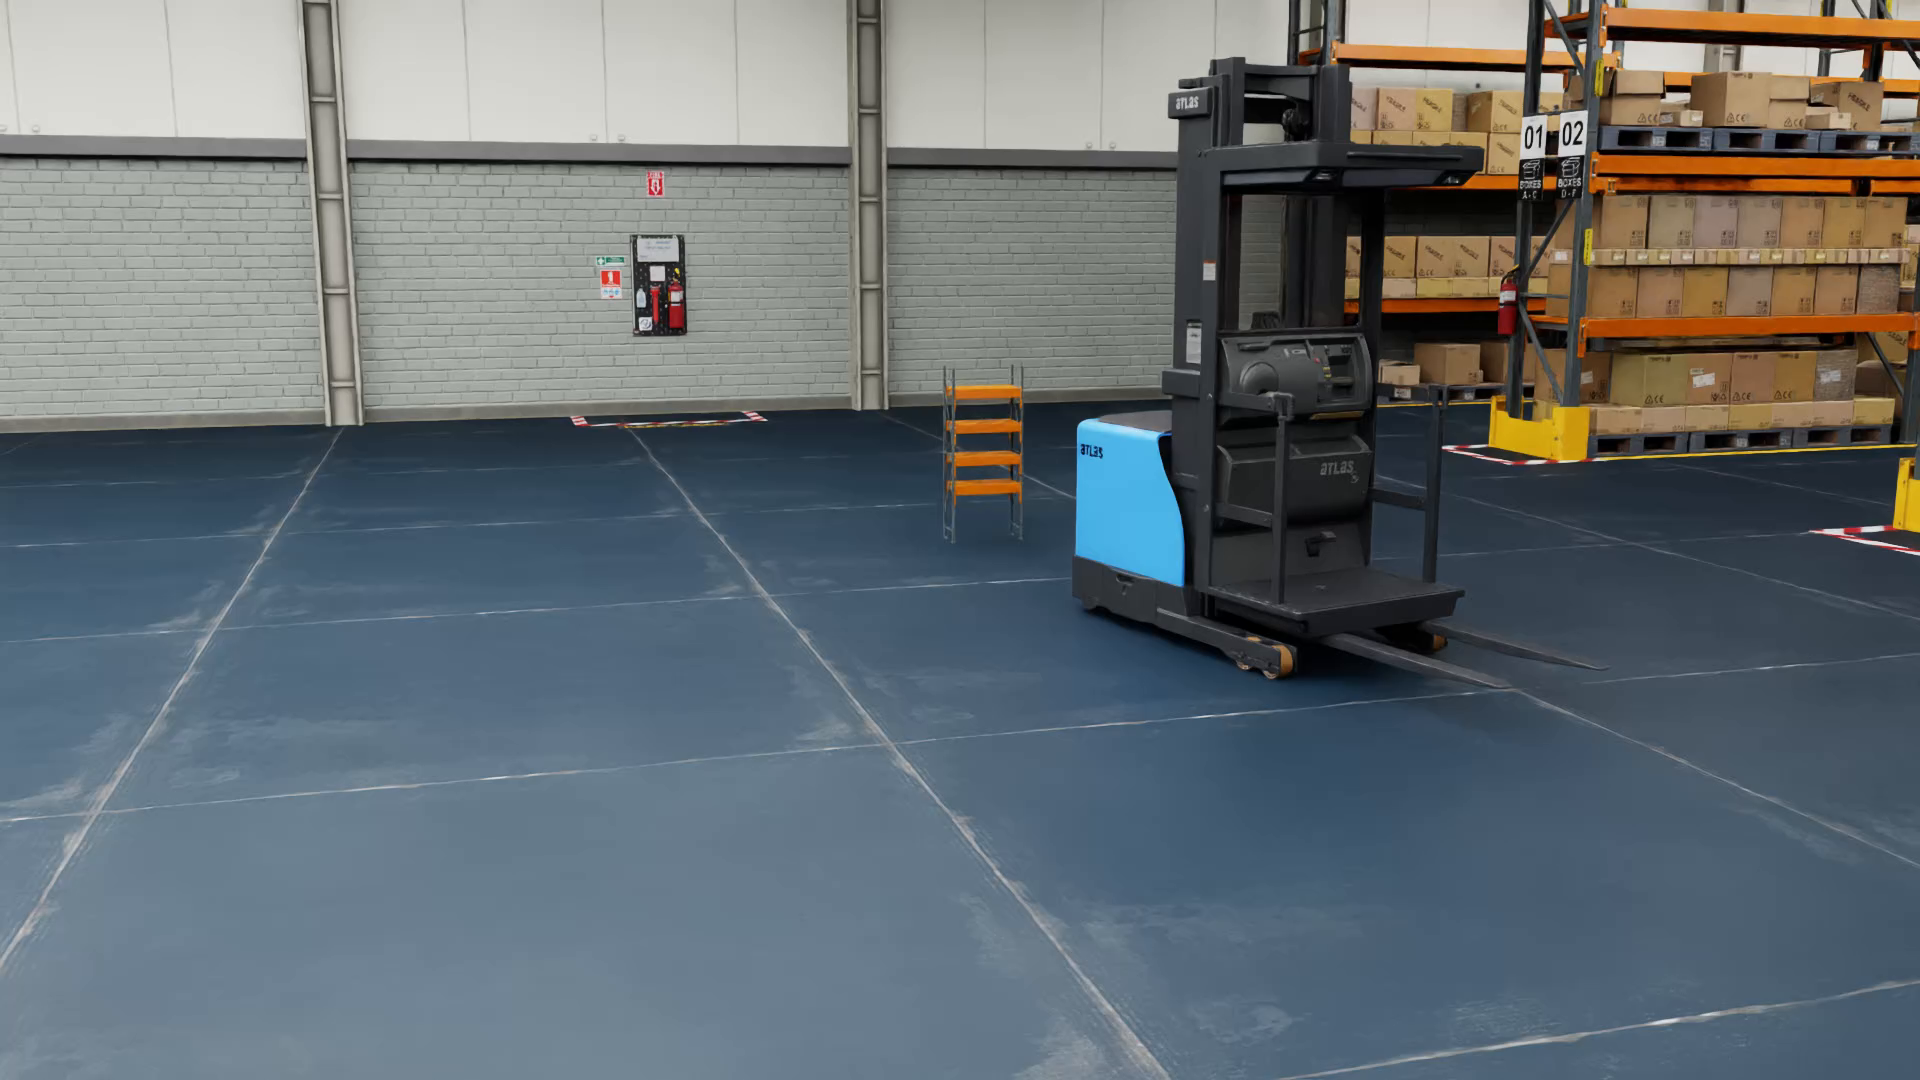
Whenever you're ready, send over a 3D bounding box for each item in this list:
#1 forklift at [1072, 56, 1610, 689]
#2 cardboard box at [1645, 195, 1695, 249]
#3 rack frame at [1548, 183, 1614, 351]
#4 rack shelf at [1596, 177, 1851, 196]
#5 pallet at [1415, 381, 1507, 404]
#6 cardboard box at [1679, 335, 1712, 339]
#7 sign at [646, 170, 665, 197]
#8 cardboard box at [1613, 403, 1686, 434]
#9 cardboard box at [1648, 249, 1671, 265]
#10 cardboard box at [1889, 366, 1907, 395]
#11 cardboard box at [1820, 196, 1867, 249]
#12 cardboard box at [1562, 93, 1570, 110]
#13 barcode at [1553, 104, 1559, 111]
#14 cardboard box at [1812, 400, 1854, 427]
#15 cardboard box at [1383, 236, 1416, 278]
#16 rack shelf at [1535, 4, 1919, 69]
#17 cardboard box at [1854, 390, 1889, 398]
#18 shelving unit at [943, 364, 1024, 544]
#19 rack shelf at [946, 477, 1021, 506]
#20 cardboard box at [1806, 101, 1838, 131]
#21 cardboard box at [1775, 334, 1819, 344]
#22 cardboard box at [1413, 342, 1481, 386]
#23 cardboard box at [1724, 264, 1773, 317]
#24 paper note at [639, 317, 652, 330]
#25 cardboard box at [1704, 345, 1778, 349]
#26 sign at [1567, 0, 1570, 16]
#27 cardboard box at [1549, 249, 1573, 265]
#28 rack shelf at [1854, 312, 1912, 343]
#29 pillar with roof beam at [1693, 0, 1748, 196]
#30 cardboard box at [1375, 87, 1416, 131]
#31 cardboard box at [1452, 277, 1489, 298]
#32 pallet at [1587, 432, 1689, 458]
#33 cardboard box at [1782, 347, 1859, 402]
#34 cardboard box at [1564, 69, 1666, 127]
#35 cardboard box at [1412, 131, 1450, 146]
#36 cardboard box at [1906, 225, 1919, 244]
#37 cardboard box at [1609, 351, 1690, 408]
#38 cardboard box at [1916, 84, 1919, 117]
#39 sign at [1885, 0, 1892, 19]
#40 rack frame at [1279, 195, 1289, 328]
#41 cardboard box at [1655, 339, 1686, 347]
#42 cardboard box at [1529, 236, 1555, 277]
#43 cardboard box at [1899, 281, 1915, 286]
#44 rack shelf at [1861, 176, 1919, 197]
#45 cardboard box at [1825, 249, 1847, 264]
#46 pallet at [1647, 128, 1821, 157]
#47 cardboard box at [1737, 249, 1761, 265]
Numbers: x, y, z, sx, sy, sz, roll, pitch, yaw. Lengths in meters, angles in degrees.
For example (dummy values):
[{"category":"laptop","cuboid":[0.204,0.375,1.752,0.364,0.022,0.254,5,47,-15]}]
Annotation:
[{"category":"forklift","cuboid":[1.806,-0.871,8.184,1.130,2.935,3.031,-6,12,-29]},{"category":"cardboard box","cuboid":[6.631,-3.066,16.055,0.500,0.500,0.700,-3,11,-17]},{"category":"rack frame","cuboid":[8.077,-3.390,21.677,0.127,3.000,1.000,-3,11,-16]},{"category":"rack shelf","cuboid":[9.997,-4.613,22.020,4.000,0.370,1.077,-3,11,-16]},{"category":"pallet","cuboid":[6.269,-1.916,21.373,1.213,0.211,1.003,-3,11,-16]},{"category":"cardboard box","cuboid":[9.699,-2.836,22.285,0.500,0.250,0.500,-3,11,-18]},{"category":"sign","cuboid":[-3.513,-4.108,19.176,0.199,0.298,0.001,-3,11,-16]},{"category":"cardboard box","cuboid":[6.681,-1.195,16.190,0.500,0.250,0.500,-3,11,-16]},{"category":"cardboard box","cuboid":[6.554,-2.704,15.880,0.250,0.149,0.380,-3,11,-16]},{"category":"cardboard box","cuboid":[9.932,-1.637,17.039,0.500,0.311,0.500,-3,11,-16]},{"category":"cardboard box","cuboid":[8.556,-3.167,16.606,0.500,0.500,0.700,-3,11,-16]},{"category":"cardboard box","cuboid":[7.672,-5.344,20.910,0.500,0.500,0.500,-4,11,-21]},{"category":"barcode","cuboid":[5.780,-4.187,16.115,0.075,0.075,0.001,-3,11,-16]},{"category":"cardboard box","cuboid":[8.598,-1.298,16.749,0.500,0.250,0.500,-3,11,-16]},{"category":"cardboard box","cuboid":[5.256,-3.488,20.495,0.500,0.500,0.500,-3,11,-16]},{"category":"rack shelf","cuboid":[7.545,-4.828,16.009,4.000,0.370,1.077,-3,11,-16]},{"category":"cardboard box","cuboid":[9.782,-1.455,17.599,0.500,0.250,0.500,-3,11,-16]},{"category":"shelving unit","cuboid":[0.159,-0.598,11.483,0.503,1.200,0.258,-3,11,-16]},{"category":"rack shelf","cuboid":[0.159,-0.337,11.531,0.480,0.148,0.258,-3,11,-16]},{"category":"cardboard box","cuboid":[8.389,-4.229,16.648,0.500,0.311,0.500,-4,11,-19]},{"category":"cardboard box","cuboid":[11.241,-2.534,22.716,0.500,0.500,0.700,-3,11,-15]},{"category":"cardboard box","cuboid":[6.192,-2.251,21.180,0.500,0.500,0.700,-4,11,-20]},{"category":"cardboard box","cuboid":[7.562,-2.476,16.436,0.500,0.500,0.700,-3,11,-14]},{"category":"paper note","cuboid":[-3.667,-2.521,19.390,0.142,0.148,0.016,-3,11,-16]},{"category":"cardboard box","cuboid":[7.972,-1.733,17.037,0.500,0.500,0.500,-3,11,-16]},{"category":"sign","cuboid":[7.916,-6.974,21.557,0.005,0.325,0.100,-3,11,-16]},{"category":"cardboard box","cuboid":[5.938,-2.747,16.118,0.250,0.149,0.380,-3,11,-17]},{"category":"rack shelf","cuboid":[11.385,-2.277,17.615,4.000,0.370,1.077,-3,11,-16]},{"category":"pillar with roof beam","cuboid":[11.631,-5.879,18.628,0.400,9.000,9.100,-3,11,-16]},{"category":"cardboard box","cuboid":[5.170,-5.208,20.171,0.500,0.500,0.500,-3,11,-17]},{"category":"cardboard box","cuboid":[6.265,-3.172,20.851,0.500,0.250,0.500,-3,11,-15]},{"category":"pallet","cuboid":[6.347,-1.001,16.403,1.213,0.211,1.003,-3,11,-16]},{"category":"cardboard box","cuboid":[8.598,-1.668,16.683,0.500,0.500,0.500,-3,11,-16]},{"category":"cardboard box","cuboid":[6.178,-4.157,15.723,0.637,0.503,0.797,-2,11,-12]},{"category":"cardboard box","cuboid":[5.650,-4.743,20.411,0.500,0.500,0.500,-2,11,-13]},{"category":"cardboard box","cuboid":[12.941,-4.172,22.701,0.500,0.250,0.500,-3,11,-17]},{"category":"cardboard box","cuboid":[6.681,-1.564,16.120,0.500,0.500,0.500,-3,11,-16]},{"category":"cardboard box","cuboid":[10.068,-4.530,16.769,0.500,0.500,0.500,-3,11,-15]},{"category":"sign","cuboid":[12.079,-6.948,21.632,0.005,0.325,0.100,-3,11,-16]},{"category":"rack frame","cuboid":[4.236,-3.188,20.577,0.127,3.000,1.000,-3,11,-16]},{"category":"cardboard box","cuboid":[9.261,-2.452,22.271,0.500,0.500,0.700,-3,11,-17]},{"category":"cardboard box","cuboid":[7.232,-3.591,21.056,0.500,0.500,0.500,-3,11,-16]},{"category":"cardboard box","cuboid":[12.822,-3.465,22.723,0.250,0.149,0.380,-3,11,-14]},{"category":"rack shelf","cuboid":[11.385,-3.752,17.344,4.000,0.370,1.077,-3,11,-16]},{"category":"cardboard box","cuboid":[8.523,-2.807,16.442,0.250,0.149,0.380,-3,11,-16]},{"category":"pallet","cuboid":[7.484,-3.852,16.146,1.213,0.211,1.003,-3,11,-16]},{"category":"cardboard box","cuboid":[7.538,-2.755,16.159,0.250,0.149,0.380,-3,11,-15]}]
